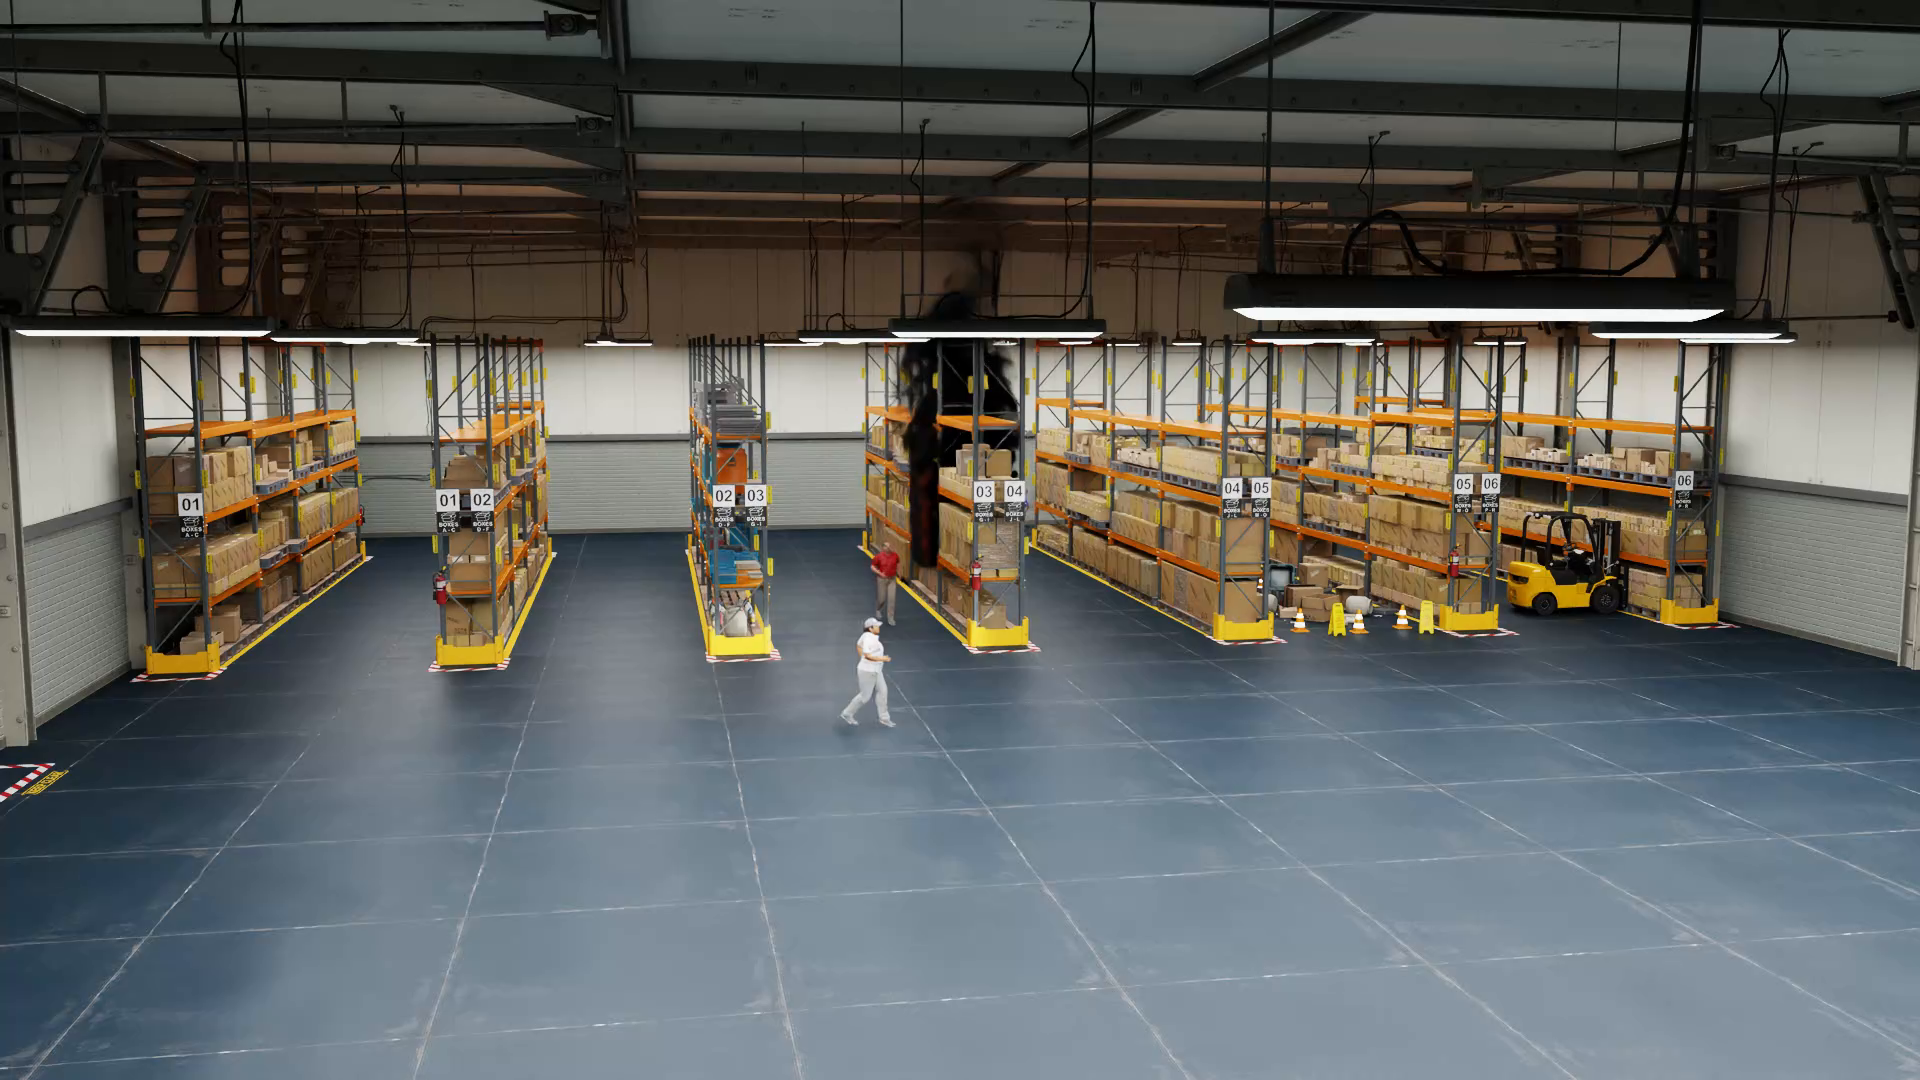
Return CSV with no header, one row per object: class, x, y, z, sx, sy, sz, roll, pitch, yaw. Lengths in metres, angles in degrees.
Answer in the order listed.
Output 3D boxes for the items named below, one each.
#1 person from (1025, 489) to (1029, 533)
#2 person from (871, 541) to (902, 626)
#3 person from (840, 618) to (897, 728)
person,1.754,-0.752,49.722,0.662,1.559,0.640,-1,7,-8
person,-1.535,0.882,34.824,0.687,1.741,0.839,-2,7,-17
person,-1.386,2.022,25.184,0.851,1.697,0.598,1,7,6
